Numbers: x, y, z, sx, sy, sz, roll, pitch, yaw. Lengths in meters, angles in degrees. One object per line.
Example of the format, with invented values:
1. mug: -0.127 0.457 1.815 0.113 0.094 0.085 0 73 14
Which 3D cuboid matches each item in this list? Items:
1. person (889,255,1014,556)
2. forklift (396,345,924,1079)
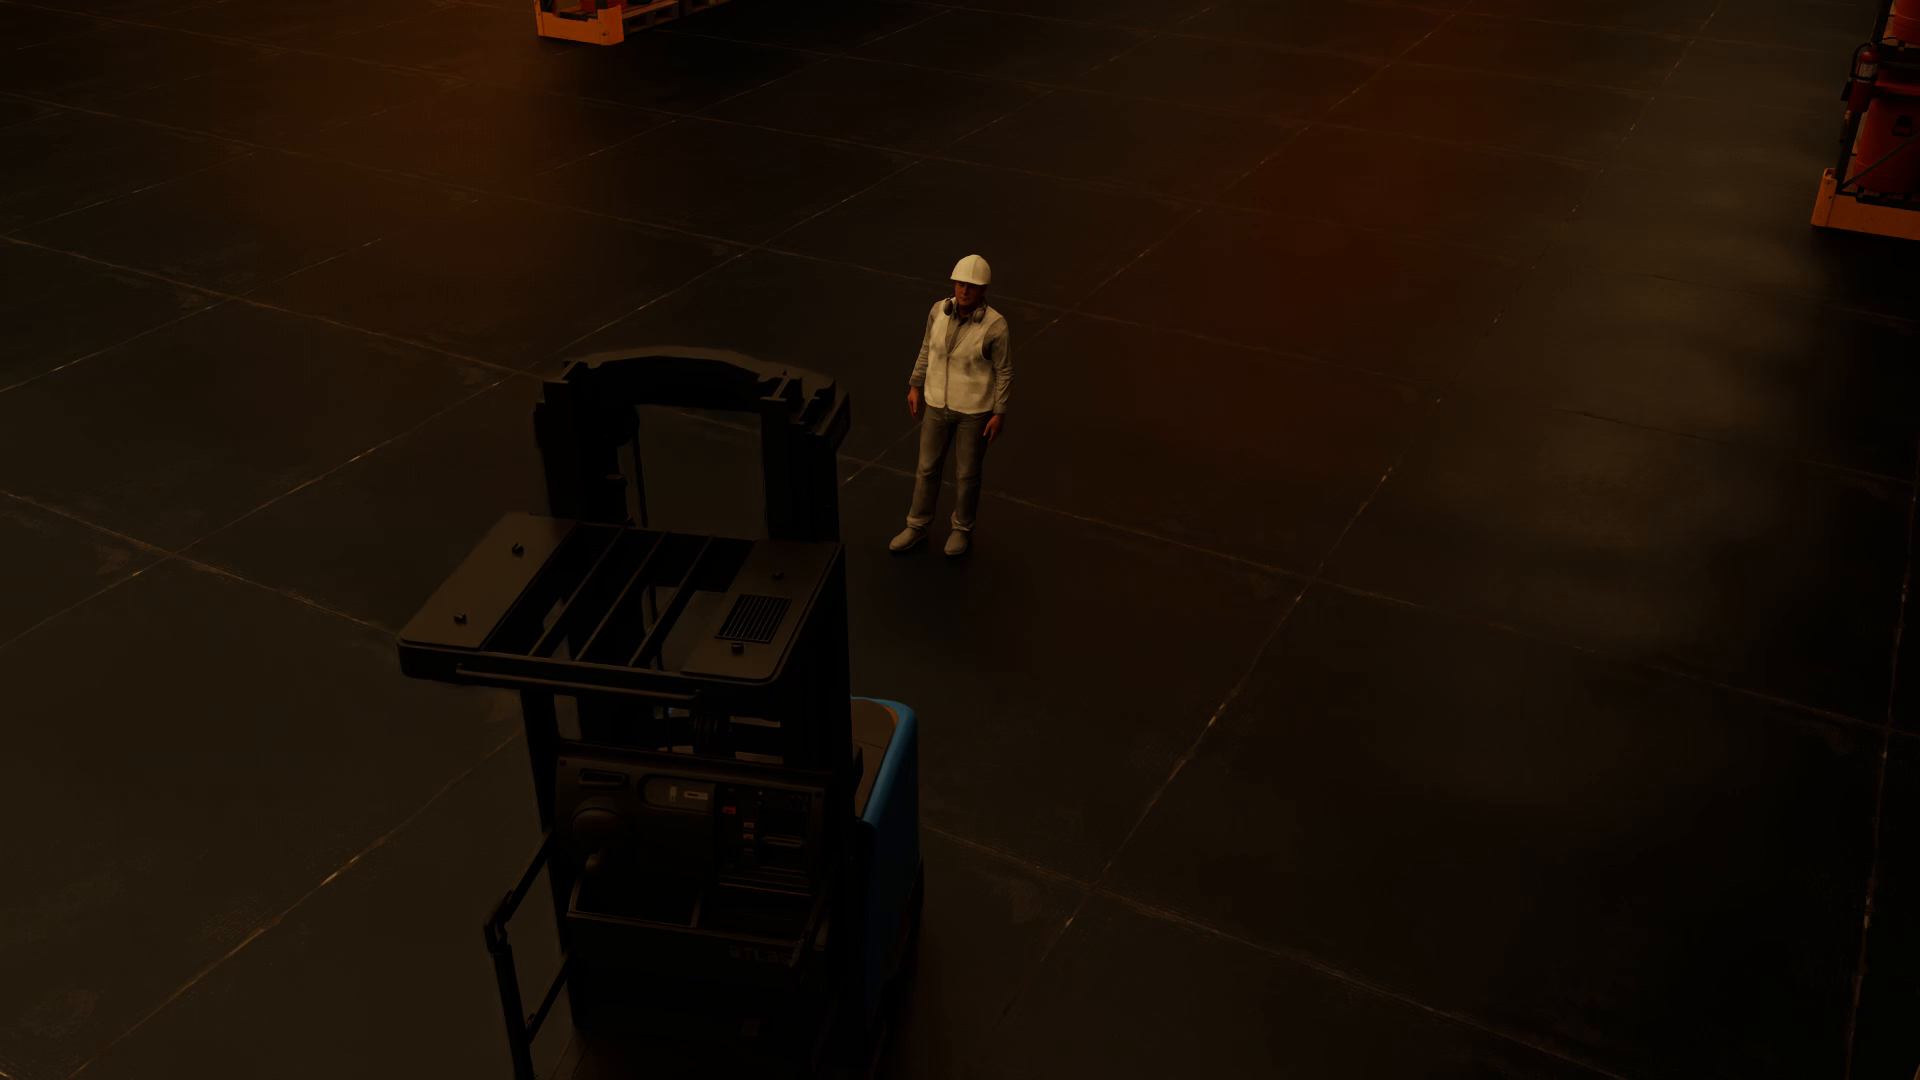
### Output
1. person: -0.037 -0.749 9.511 0.634 1.775 0.566 15 33 25
2. forklift: -0.937 0.995 5.347 1.130 2.935 3.031 5 30 9
